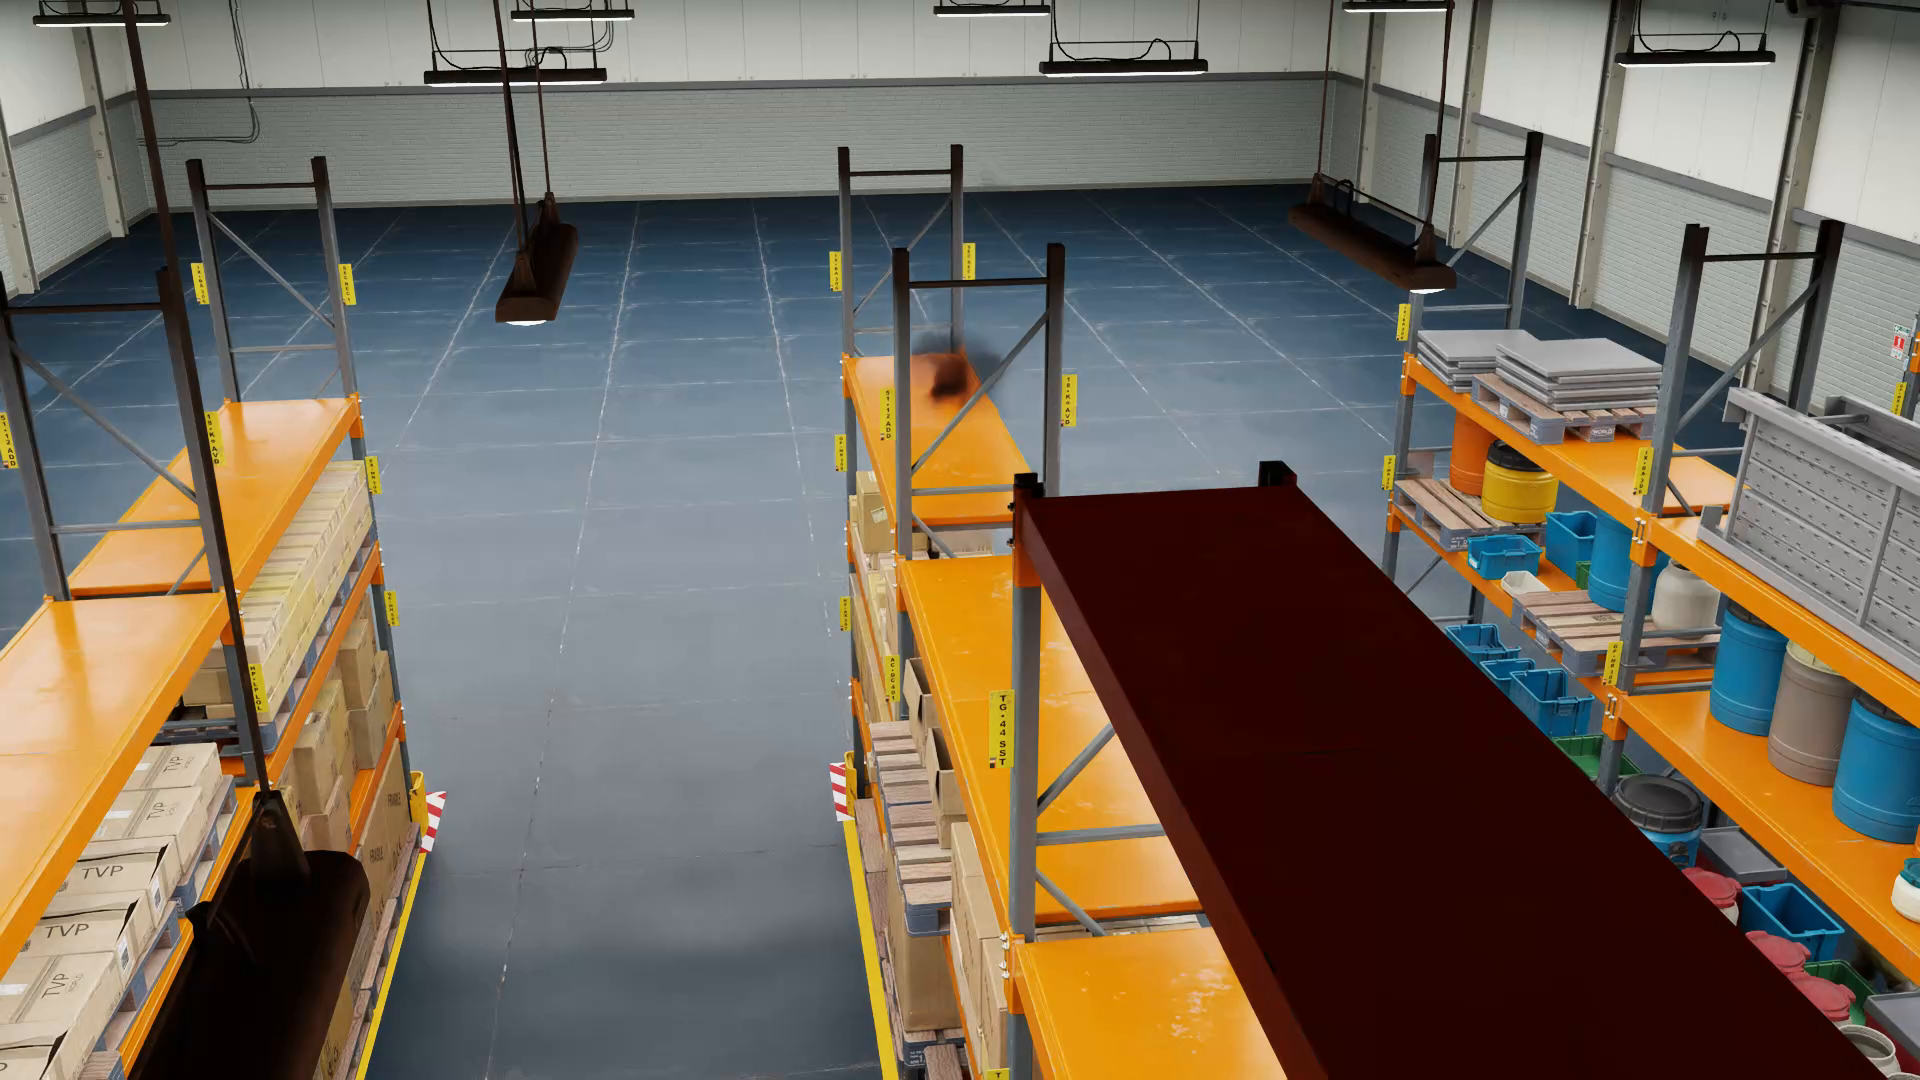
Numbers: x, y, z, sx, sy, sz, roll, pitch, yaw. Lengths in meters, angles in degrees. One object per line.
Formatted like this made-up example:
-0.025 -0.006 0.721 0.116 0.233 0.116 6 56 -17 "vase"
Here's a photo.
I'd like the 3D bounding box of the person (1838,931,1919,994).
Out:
7.063 2.712 12.513 0.720 1.689 0.795 -7 23 -17 "person"
